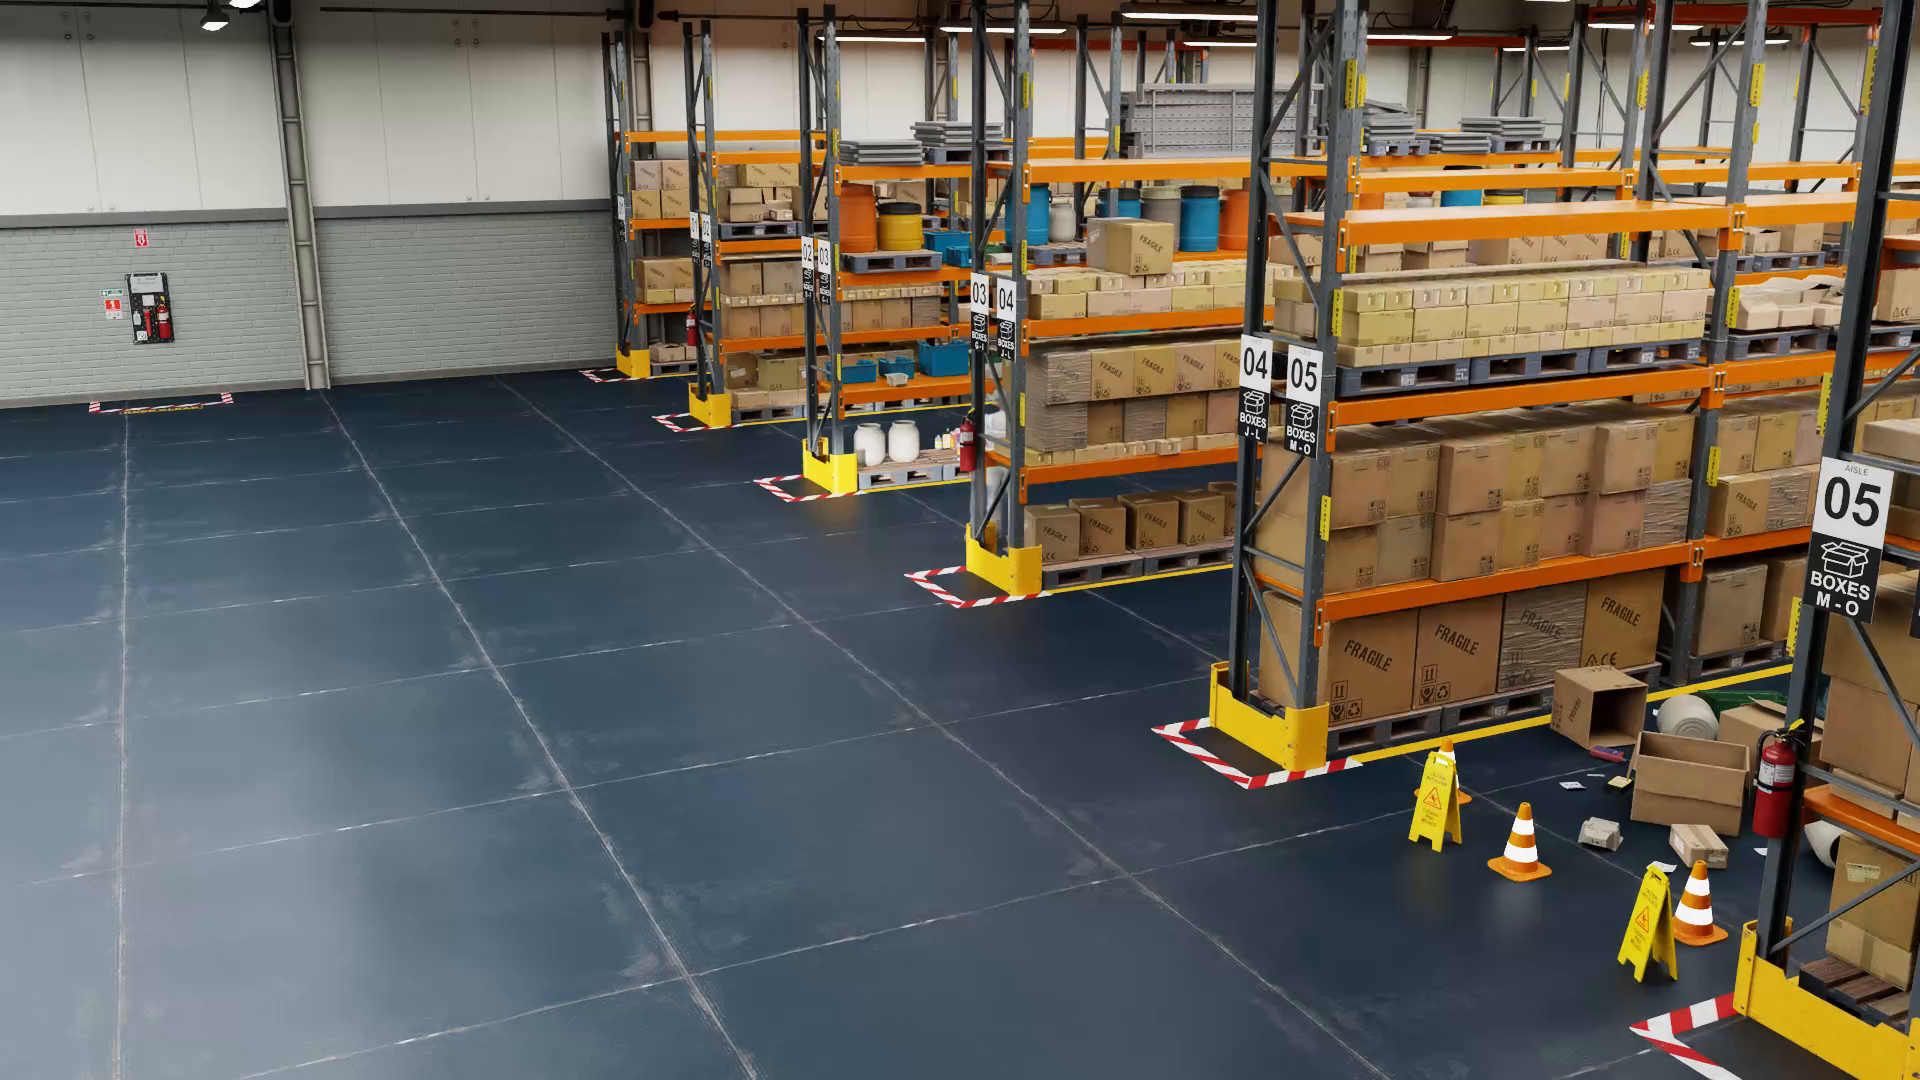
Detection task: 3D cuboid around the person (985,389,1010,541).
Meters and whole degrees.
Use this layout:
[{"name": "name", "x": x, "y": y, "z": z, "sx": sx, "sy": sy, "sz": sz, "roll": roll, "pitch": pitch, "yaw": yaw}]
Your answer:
[{"name": "person", "x": 0.524, "y": -0.859, "z": 18.931, "sx": 0.603, "sy": 1.771, "sz": 0.396, "roll": 1, "pitch": 15, "yaw": 3}]
